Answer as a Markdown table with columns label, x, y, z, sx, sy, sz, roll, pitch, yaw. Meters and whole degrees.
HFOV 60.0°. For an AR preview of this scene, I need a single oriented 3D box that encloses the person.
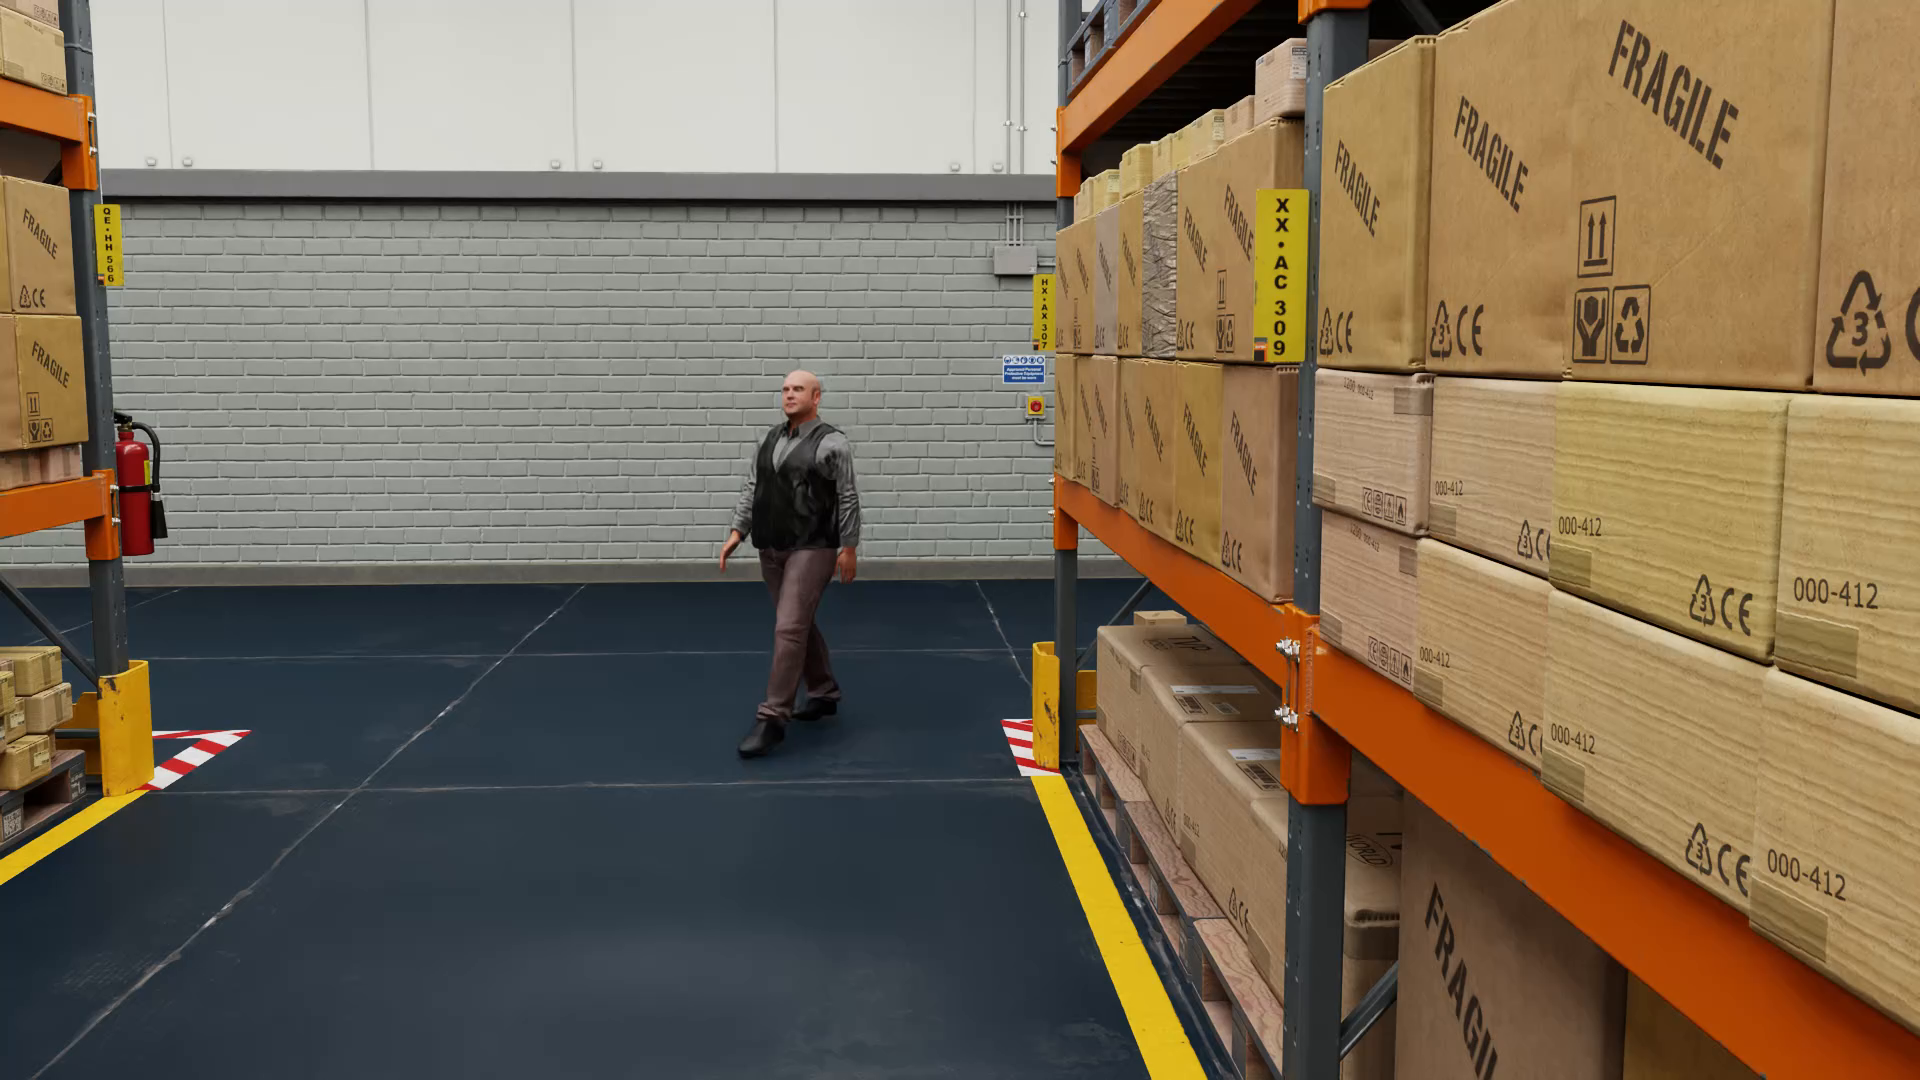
| label | x | y | z | sx | sy | sz | roll | pitch | yaw |
| --- | --- | --- | --- | --- | --- | --- | --- | --- | --- |
| person | -0.837 | 0.068 | 7.723 | 0.539 | 1.699 | 0.894 | 5 | 8 | 36 |
